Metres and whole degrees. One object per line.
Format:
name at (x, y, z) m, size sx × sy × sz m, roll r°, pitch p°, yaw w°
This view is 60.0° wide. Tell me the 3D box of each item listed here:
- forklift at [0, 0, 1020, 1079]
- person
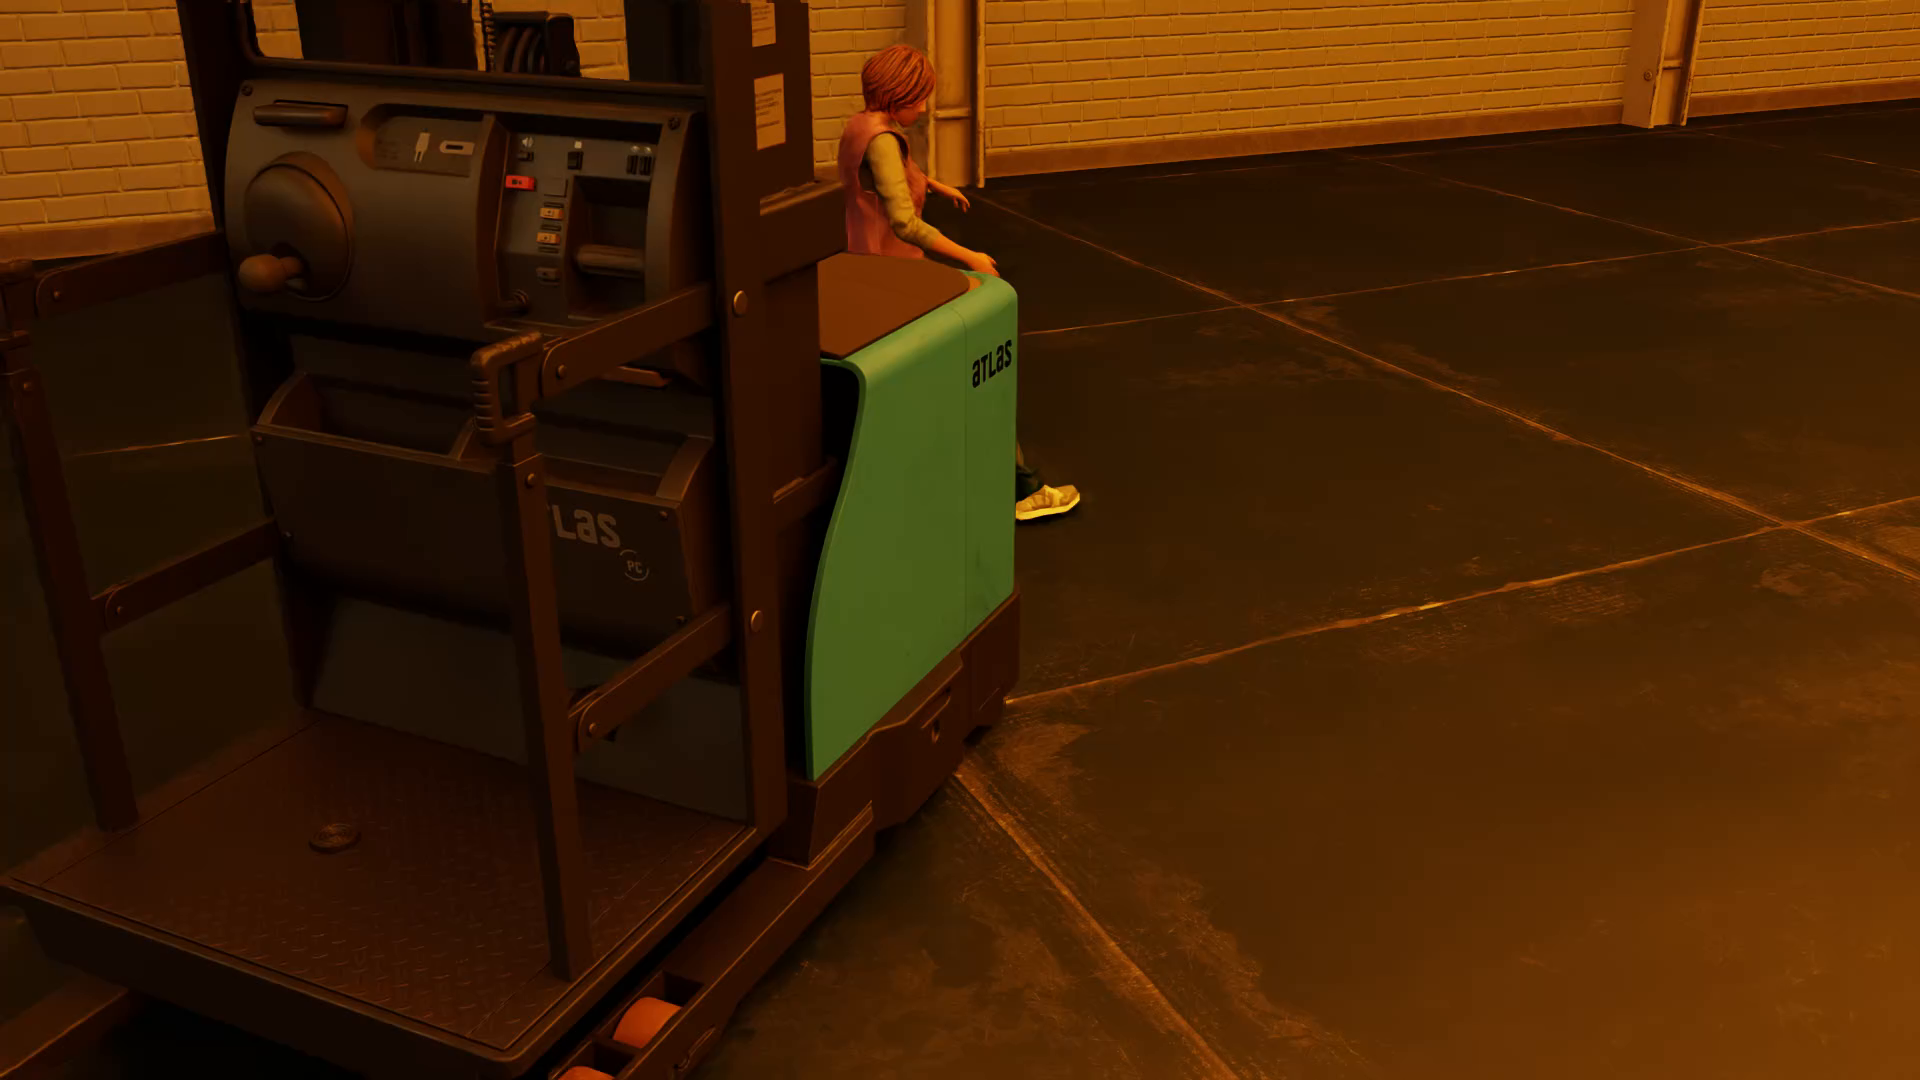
forklift at (-0.934, -0.528, 2.558) m, size 1.130 × 2.935 × 3.031 m, roll 10°, pitch 25°, yaw 23°
person at (-0.136, -0.851, 5.351) m, size 0.892 × 1.412 × 1.010 m, roll -5°, pitch 23°, yaw -12°
